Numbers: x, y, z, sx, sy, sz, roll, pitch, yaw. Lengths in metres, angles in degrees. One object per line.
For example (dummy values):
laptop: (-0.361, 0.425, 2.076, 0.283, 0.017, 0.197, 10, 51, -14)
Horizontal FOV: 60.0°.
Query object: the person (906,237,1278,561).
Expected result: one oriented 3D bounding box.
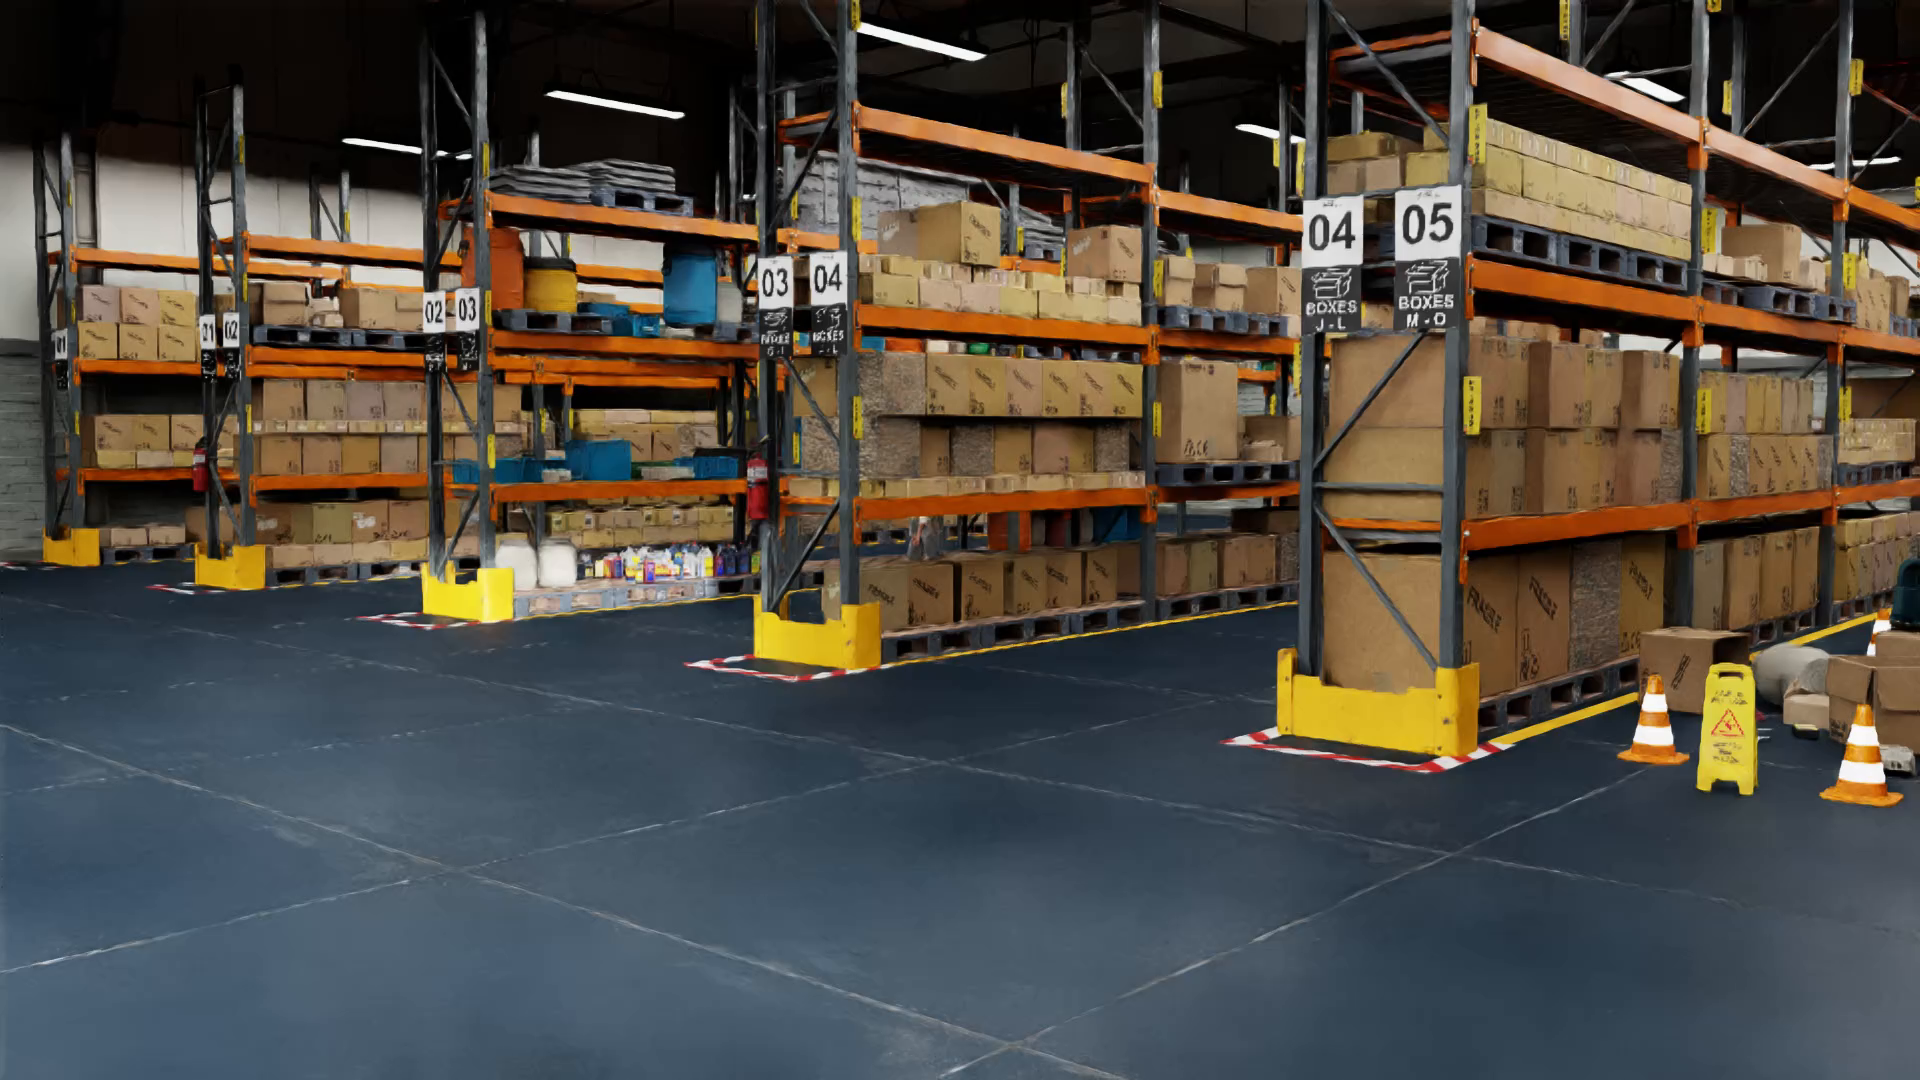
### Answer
person: (3.652, -2.772, 24.141, 13.928, 5.979, 28.449, -1, 4, -21)
